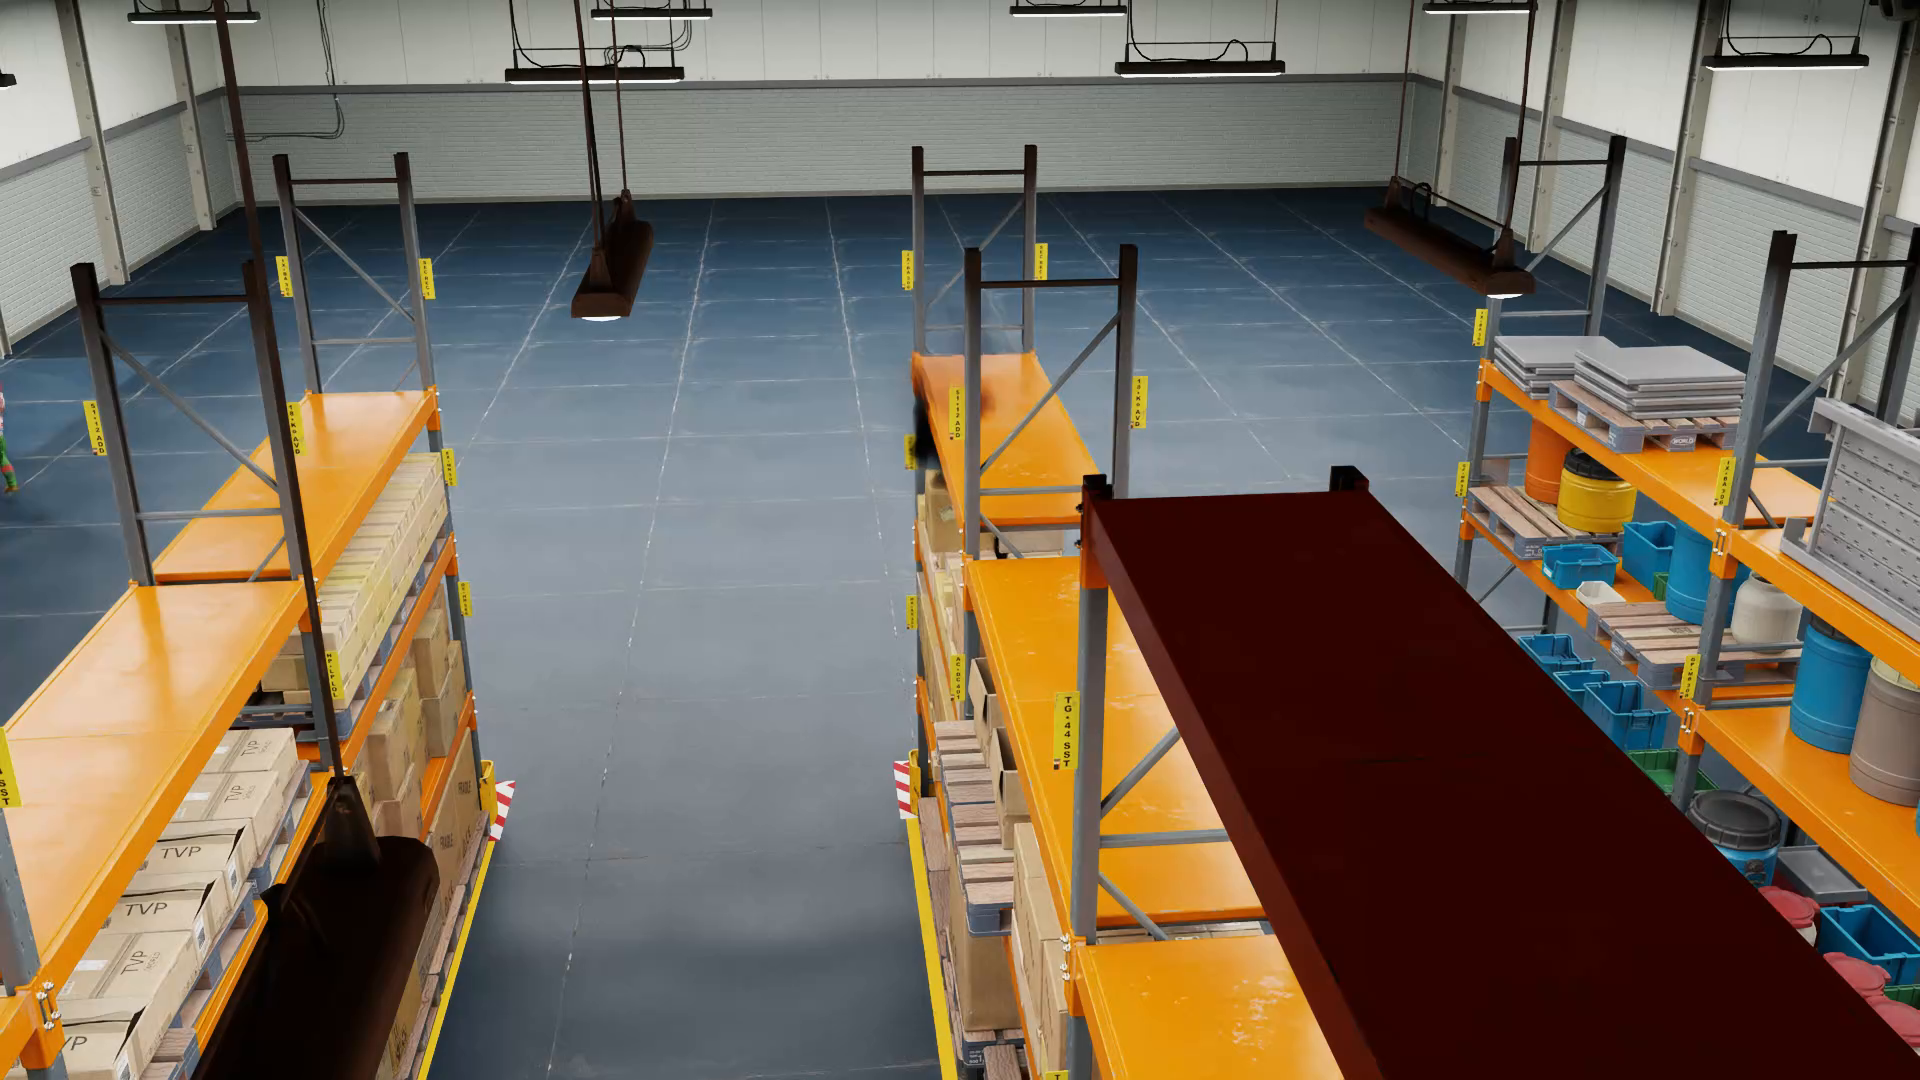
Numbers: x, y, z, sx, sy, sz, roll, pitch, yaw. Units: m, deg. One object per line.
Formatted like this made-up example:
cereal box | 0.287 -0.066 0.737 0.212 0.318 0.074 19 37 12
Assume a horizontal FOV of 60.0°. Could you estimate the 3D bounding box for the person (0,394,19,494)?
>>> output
person | -13.375 -1.463 22.872 0.765 1.832 0.632 15 26 32
